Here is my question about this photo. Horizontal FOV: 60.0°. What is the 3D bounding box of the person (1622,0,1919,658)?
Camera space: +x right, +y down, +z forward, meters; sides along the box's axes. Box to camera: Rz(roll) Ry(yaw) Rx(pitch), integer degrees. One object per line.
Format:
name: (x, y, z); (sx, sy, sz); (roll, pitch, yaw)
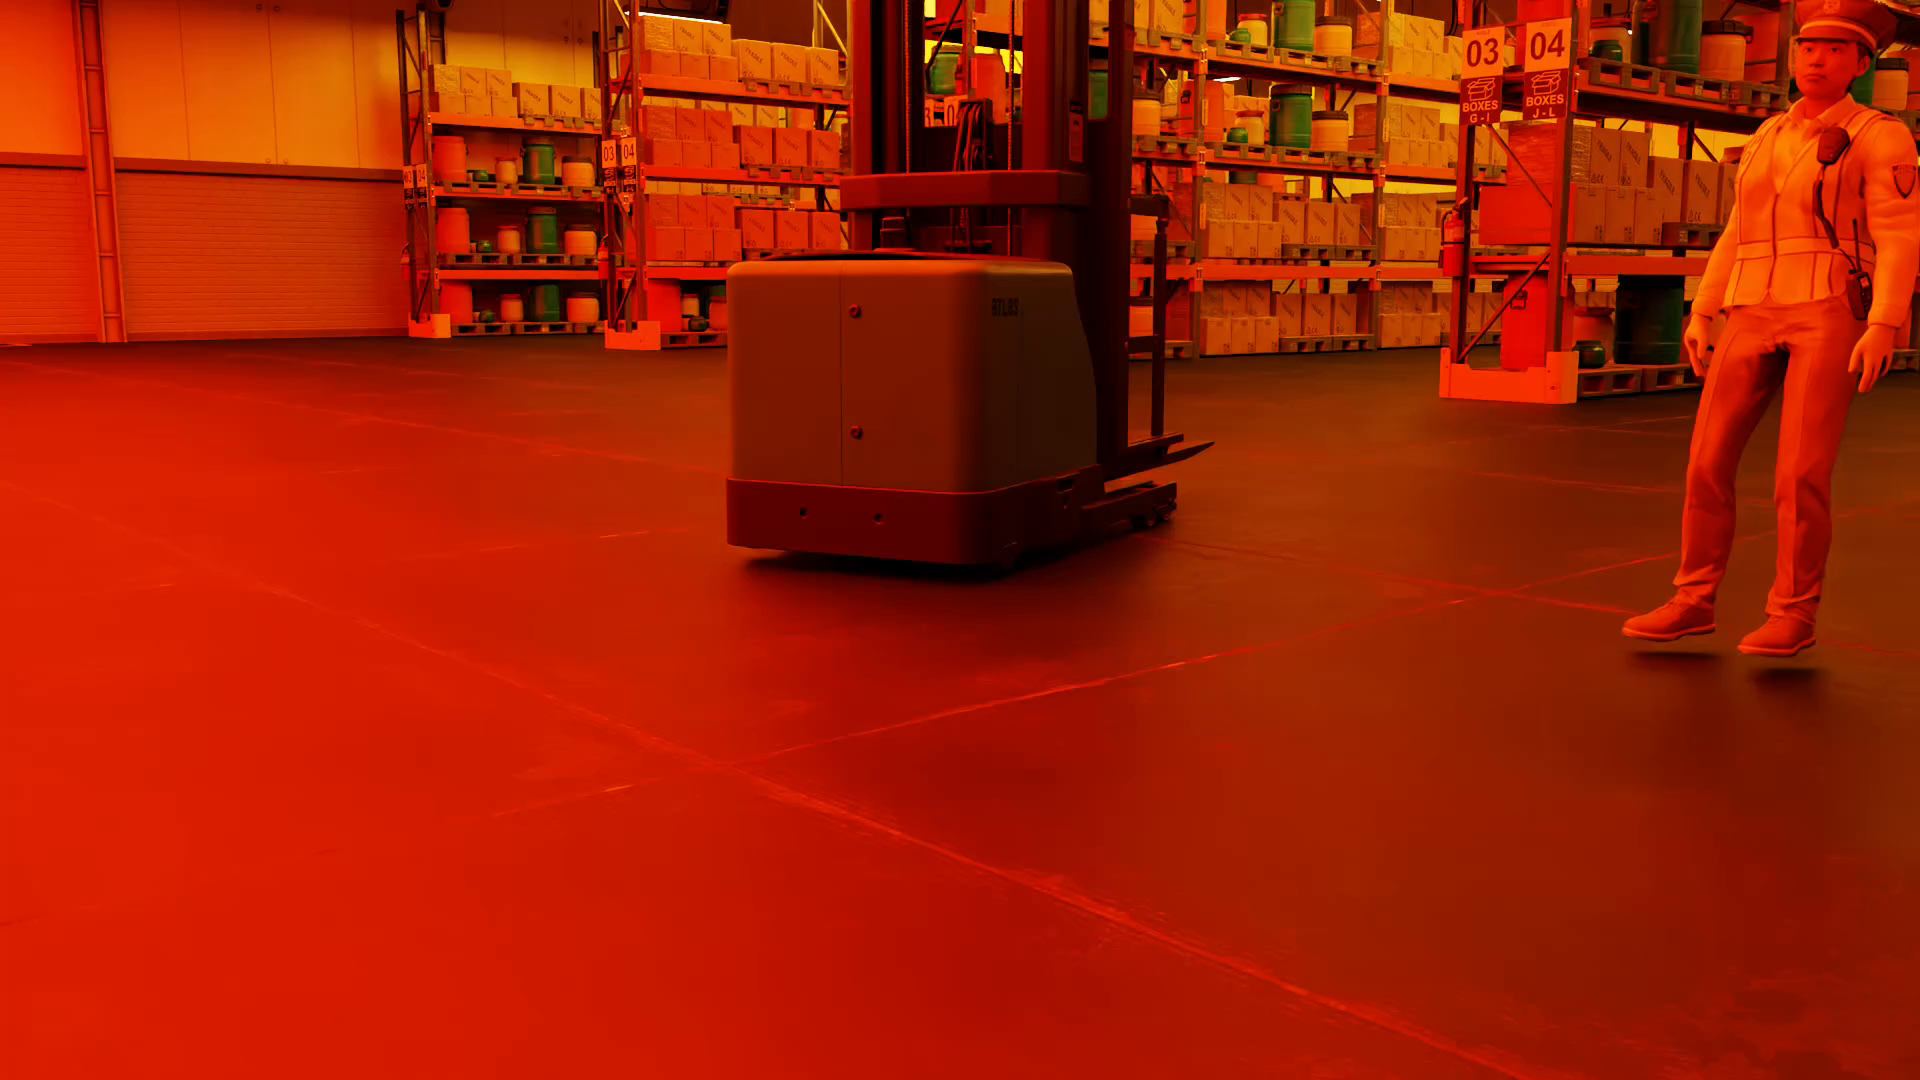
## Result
person: (2.140, -0.549, 4.318); (0.484, 1.688, 0.597); (-5, 10, -31)

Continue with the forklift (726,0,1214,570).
forklift: (0.275, -1.531, 6.852); (1.130, 2.935, 3.031); (4, 10, 26)
